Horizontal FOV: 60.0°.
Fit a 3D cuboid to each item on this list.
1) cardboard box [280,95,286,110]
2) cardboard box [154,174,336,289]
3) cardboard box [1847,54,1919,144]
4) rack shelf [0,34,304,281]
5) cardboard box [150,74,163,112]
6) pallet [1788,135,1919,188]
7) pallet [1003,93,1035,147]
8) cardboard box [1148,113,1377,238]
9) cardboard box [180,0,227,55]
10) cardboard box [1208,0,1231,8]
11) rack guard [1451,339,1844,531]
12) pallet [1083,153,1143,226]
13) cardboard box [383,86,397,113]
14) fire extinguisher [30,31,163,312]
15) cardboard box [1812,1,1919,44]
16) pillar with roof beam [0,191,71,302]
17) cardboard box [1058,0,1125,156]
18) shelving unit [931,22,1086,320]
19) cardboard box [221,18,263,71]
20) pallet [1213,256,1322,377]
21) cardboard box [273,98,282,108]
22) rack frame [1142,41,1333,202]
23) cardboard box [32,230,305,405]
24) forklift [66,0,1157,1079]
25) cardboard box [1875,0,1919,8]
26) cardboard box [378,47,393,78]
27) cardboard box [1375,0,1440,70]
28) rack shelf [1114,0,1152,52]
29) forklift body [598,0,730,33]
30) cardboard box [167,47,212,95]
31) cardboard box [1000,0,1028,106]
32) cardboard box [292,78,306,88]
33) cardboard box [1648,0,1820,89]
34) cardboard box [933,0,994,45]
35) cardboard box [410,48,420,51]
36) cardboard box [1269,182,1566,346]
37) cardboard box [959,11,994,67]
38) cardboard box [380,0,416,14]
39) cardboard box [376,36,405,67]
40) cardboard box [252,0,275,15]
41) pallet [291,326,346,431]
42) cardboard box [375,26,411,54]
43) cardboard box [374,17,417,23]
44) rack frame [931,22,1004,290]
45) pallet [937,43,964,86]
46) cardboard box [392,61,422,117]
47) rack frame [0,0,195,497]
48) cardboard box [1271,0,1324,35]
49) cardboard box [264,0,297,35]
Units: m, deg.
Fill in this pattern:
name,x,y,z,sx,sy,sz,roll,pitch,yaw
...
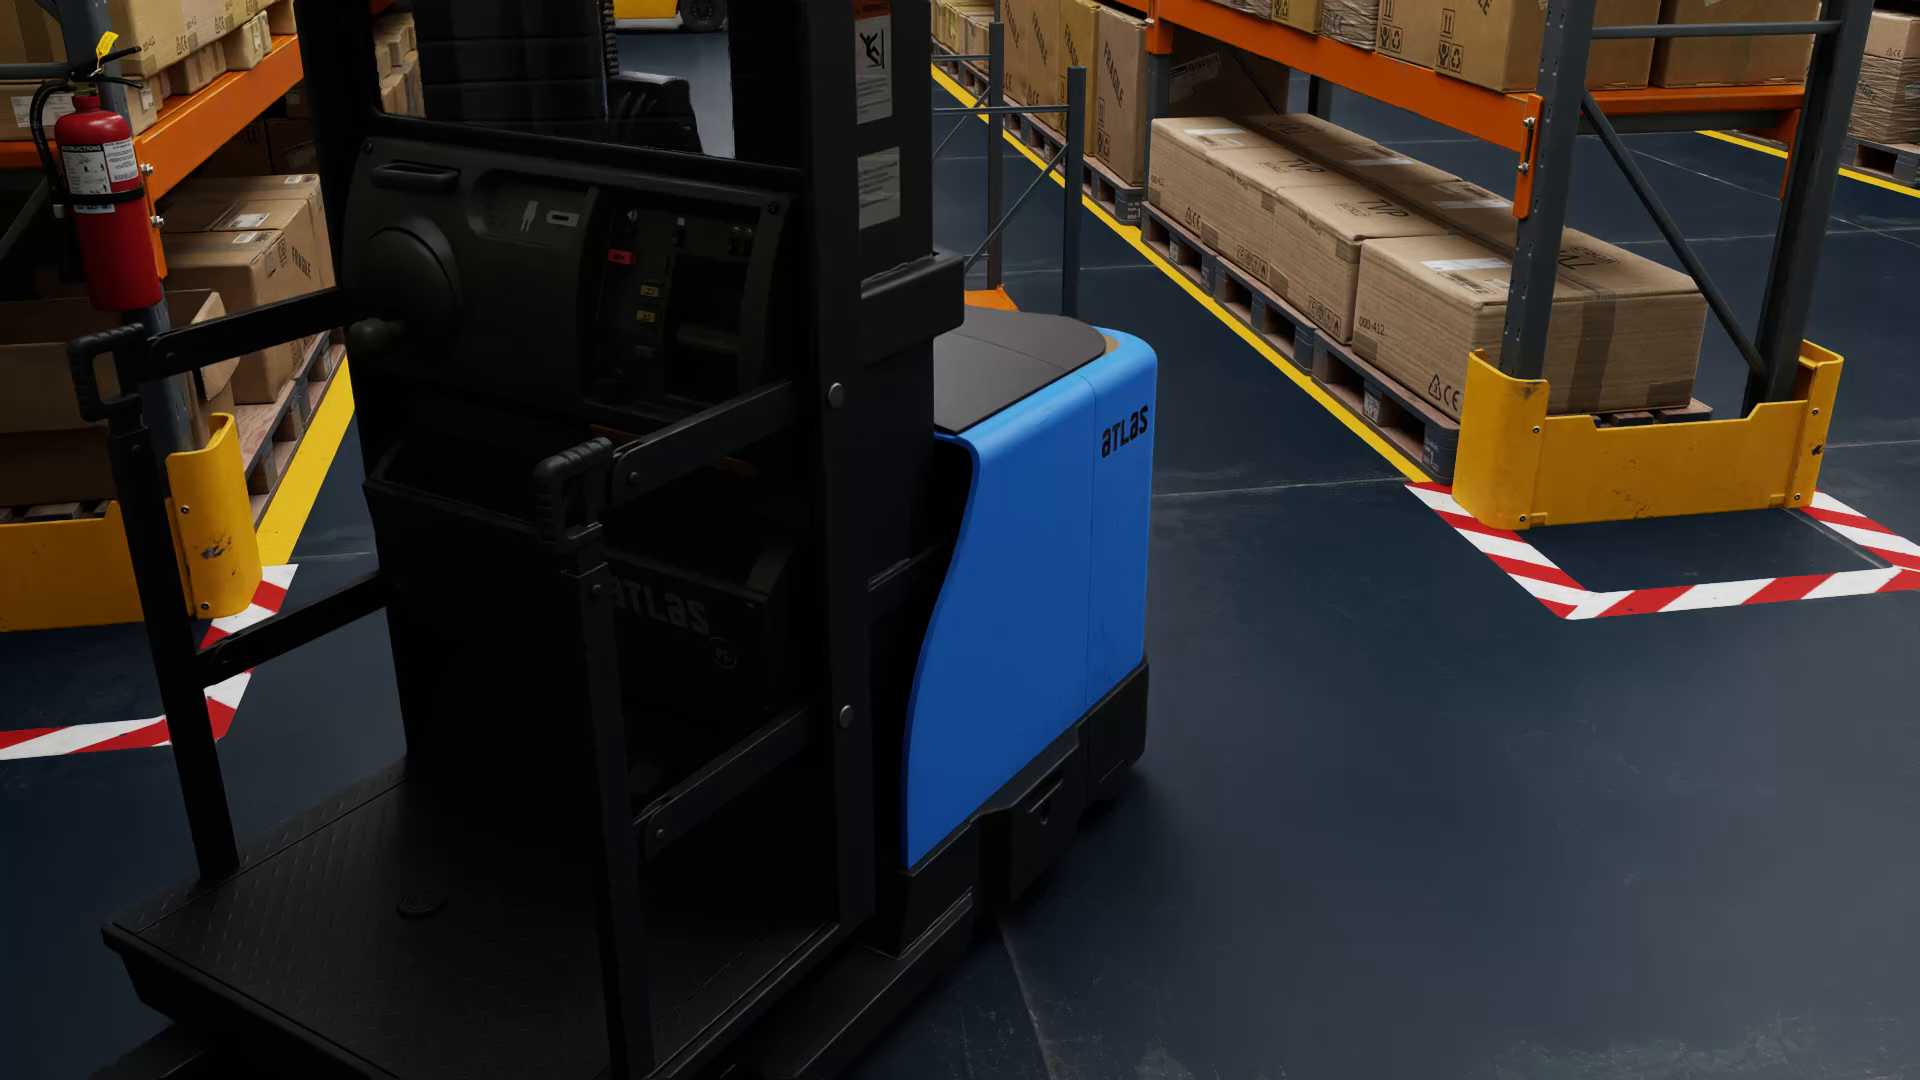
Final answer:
name,x,y,z,sx,sy,sz,roll,pitch,yaw
cardboard box,-3.311,-2.333,8.632,0.380,0.149,0.250,-5,24,-11
cardboard box,-2.971,-1.193,6.833,0.700,0.500,0.500,-5,24,-12
cardboard box,5.960,-2.819,10.555,0.500,0.500,0.500,-5,24,-11
rack shelf,-3.009,-1.608,6.084,1.077,0.370,4.000,-4,24,-10
cardboard box,-2.523,-1.282,4.752,0.380,0.149,0.250,-4,24,-8
pallet,6.199,-2.528,10.774,1.003,0.211,1.213,-4,24,-10
pallet,0.831,-3.073,12.023,1.003,0.211,1.213,-4,24,-10
cardboard box,1.509,-1.857,8.430,0.875,0.438,0.875,-5,24,-11
cardboard box,-2.552,-1.616,5.017,0.500,0.250,0.500,-4,24,-9
cardboard box,1.417,-2.737,7.644,0.500,0.500,0.500,-4,24,-9
rack guard,2.243,-0.365,5.461,1.175,0.500,0.348,-4,24,-10
pallet,1.282,-2.114,9.826,1.003,0.211,1.213,-4,24,-10
cardboard box,-3.355,-2.187,9.109,0.500,0.500,0.500,-5,24,-10
fire extinguisher,-2.158,-0.921,4.174,0.296,0.674,0.183,-4,24,-10
cardboard box,5.877,-3.368,10.874,0.500,0.250,0.500,-3,24,-7
pillar with roof beam,0.095,-5.452,6.490,9.100,9.000,0.400,-4,24,-10
cardboard box,1.131,-2.905,10.283,0.875,0.875,0.875,-4,24,-8
shelving unit,-0.014,-0.717,5.018,0.587,1.500,1.083,-4,24,-10
cardboard box,-2.619,-1.696,5.700,0.380,0.149,0.250,-5,24,-11
pallet,1.791,-1.030,7.344,1.003,0.211,1.213,-4,24,-10
cardboard box,-3.843,-2.139,8.998,0.500,0.500,0.500,-5,24,-12
rack frame,1.499,-3.093,8.585,1.000,3.000,0.127,-4,24,-10
cardboard box,-2.779,-0.785,5.898,0.700,0.500,0.500,-3,24,-8
forklift,-0.770,-0.403,2.510,1.130,2.935,3.031,14,27,29
cardboard box,6.367,-3.410,10.971,0.500,0.250,0.500,-4,24,-8
cardboard box,-3.487,-2.739,9.561,0.380,0.149,0.250,-3,24,-8
cardboard box,1.811,-1.935,5.807,0.500,0.500,0.500,-5,24,-11
rack shelf,1.129,-3.550,10.530,1.077,0.370,4.000,-4,24,-10
forklift body,-3.454,-6.445,17.319,2.313,2.155,1.214,-4,24,-10
cardboard box,-2.592,-1.487,5.221,0.380,0.149,0.250,-4,24,-8
cardboard box,0.805,-3.608,11.893,0.875,0.875,0.875,-5,24,-10
cardboard box,-3.243,-2.361,8.326,0.380,0.149,0.250,-5,24,-11
cardboard box,2.432,-1.776,5.444,0.500,0.500,0.500,-4,24,-10
cardboard box,0.255,-4.740,15.113,0.950,0.372,0.625,-3,24,-6
cardboard box,-3.747,-2.997,10.963,0.500,0.500,0.500,-5,24,-11
cardboard box,1.841,-1.150,6.812,0.875,0.438,0.875,-4,24,-8
cardboard box,0.520,-4.168,13.803,0.950,0.372,0.625,-5,24,-11
cardboard box,-4.220,-3.649,12.298,0.875,0.625,0.625,-4,24,-8
cardboard box,-3.560,-2.943,10.029,0.380,0.149,0.250,-5,24,-12
cardboard box,-2.764,-2.014,5.930,0.500,0.250,0.500,-5,24,-11
pallet,-3.024,-0.696,6.579,1.003,0.211,1.213,-4,24,-10
cardboard box,-3.688,-3.148,10.497,0.380,0.149,0.250,-4,24,-8
cardboard box,-3.697,-3.362,10.987,0.380,0.149,0.250,-6,24,-12
rack frame,-0.110,-0.921,5.484,0.500,1.500,0.032,-4,24,-10
pallet,0.394,-4.175,14.546,1.003,0.211,1.213,-4,24,-10
cardboard box,-3.533,-2.588,10.027,0.500,0.500,0.500,-5,24,-12
rack frame,-2.639,-1.151,4.138,1.000,3.000,0.127,-4,24,-10
cardboard box,1.598,-2.338,6.731,0.500,0.500,0.500,-4,24,-8
cardboard box,-2.833,-2.098,6.620,0.380,0.149,0.250,-5,24,-11
